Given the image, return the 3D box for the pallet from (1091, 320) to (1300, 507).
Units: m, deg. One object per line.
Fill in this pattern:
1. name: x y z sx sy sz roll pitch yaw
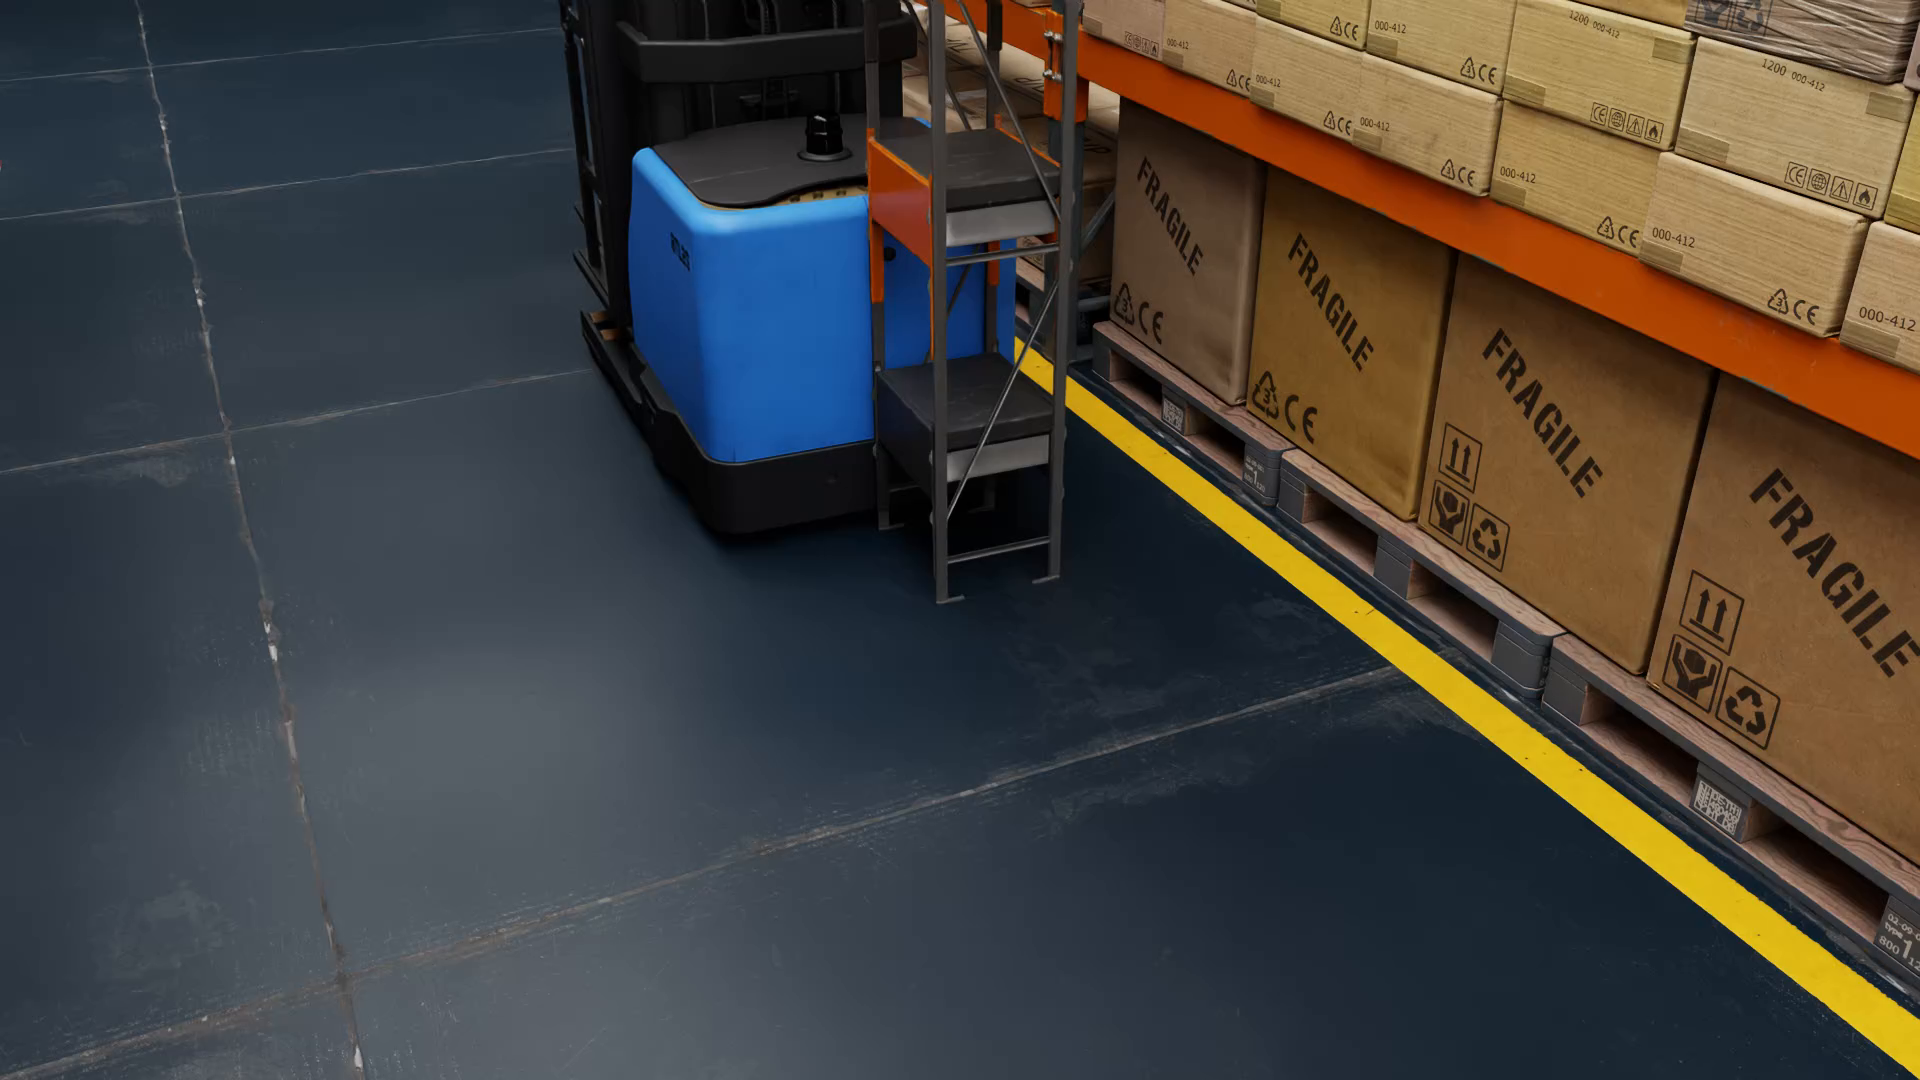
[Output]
1. pallet: 1.198 -0.566 6.044 1.003 0.211 1.213 -13 32 -22

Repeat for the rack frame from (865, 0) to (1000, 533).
1. rack frame: -0.074 -0.980 4.851 0.400 2.100 0.015 -12 31 -20

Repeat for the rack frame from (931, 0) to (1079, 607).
1. rack frame: 0.114 -0.760 4.459 0.400 2.100 0.015 -12 31 -20

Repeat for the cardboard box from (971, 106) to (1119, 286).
1. cardboard box: 0.626 -1.473 7.000 0.875 0.438 0.875 -14 32 -23

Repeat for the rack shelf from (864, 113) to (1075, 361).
1. rack shelf: 0.020 -0.858 4.662 0.431 0.518 0.480 -12 31 -20

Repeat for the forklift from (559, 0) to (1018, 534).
1. forklift: -0.846 -1.999 5.818 1.130 2.935 3.031 -12 31 -20

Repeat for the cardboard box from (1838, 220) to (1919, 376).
1. cardboard box: 2.065 -0.444 3.129 0.500 0.250 0.500 -14 32 -24

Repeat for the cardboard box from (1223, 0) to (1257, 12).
1. cardboard box: 0.982 -1.782 5.004 0.500 0.250 0.500 -13 32 -21

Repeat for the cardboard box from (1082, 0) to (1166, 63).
1. cardboard box: 0.749 -1.792 5.533 0.500 0.250 0.500 -14 32 -23

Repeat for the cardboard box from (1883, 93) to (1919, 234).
1. cardboard box: 2.079 -0.654 2.992 0.500 0.250 0.500 -13 32 -22

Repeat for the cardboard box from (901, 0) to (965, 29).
1. cardboard box: -0.545 -2.670 9.134 0.875 0.438 0.875 -14 32 -24

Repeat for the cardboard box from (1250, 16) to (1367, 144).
1. cardboard box: 1.179 -1.334 4.716 0.500 0.250 0.500 -13 32 -22

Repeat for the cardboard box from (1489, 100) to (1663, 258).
1. cardboard box: 1.629 -0.892 3.928 0.500 0.250 0.500 -13 32 -22

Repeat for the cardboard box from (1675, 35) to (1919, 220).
1. cardboard box: 1.855 -0.880 3.394 0.500 0.250 0.500 -14 32 -23

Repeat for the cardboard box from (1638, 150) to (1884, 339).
1. cardboard box: 1.831 -0.667 3.525 0.500 0.250 0.500 -13 32 -21

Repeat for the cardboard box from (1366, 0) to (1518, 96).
1. cardboard box: 1.394 -1.331 4.199 0.500 0.250 0.500 -14 32 -23

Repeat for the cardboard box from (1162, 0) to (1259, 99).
1. cardboard box: 0.973 -1.564 5.126 0.500 0.250 0.500 -14 32 -23

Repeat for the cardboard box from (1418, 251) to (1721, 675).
1. cardboard box: 1.916 -0.315 4.487 0.875 0.875 0.875 -13 32 -21

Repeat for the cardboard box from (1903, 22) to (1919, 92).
1. cardboard box: 2.058 -0.994 2.831 0.500 0.500 0.500 -14 32 -23

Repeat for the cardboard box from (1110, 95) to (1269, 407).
1. cardboard box: 1.137 -1.107 5.900 0.875 0.875 0.875 -12 31 -20

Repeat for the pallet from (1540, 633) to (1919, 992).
1. pallet: 2.246 0.512 4.122 1.003 0.211 1.213 -13 32 -22

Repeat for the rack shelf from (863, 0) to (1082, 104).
1. rack shelf: 0.020 -1.469 4.319 0.431 0.518 0.480 -12 31 -20

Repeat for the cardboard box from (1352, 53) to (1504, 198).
1. cardboard box: 1.385 -1.112 4.319 0.500 0.250 0.500 -14 32 -23

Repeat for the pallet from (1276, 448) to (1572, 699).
1. pallet: 1.726 -0.027 5.082 1.003 0.211 1.213 -13 32 -22

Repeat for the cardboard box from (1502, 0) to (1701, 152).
1. cardboard box: 1.617 -1.101 3.790 0.500 0.250 0.500 -14 32 -23

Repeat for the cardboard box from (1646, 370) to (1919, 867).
1. cardboard box: 2.295 0.080 3.783 0.875 0.875 0.875 -13 32 -22

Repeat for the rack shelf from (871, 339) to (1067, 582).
1. rack shelf: 0.020 -0.248 5.004 0.431 0.518 0.480 -12 31 -20

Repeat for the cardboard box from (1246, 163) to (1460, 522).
1. cardboard box: 1.532 -0.710 5.192 0.875 0.875 0.875 -12 31 -21

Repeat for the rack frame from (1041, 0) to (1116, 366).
1. rack frame: 0.799 -2.108 5.942 1.000 3.000 0.127 -13 32 -22

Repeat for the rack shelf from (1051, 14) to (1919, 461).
1. rack shelf: 1.658 -0.910 4.542 1.077 0.370 4.000 -13 32 -22

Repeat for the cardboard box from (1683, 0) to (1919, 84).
1. cardboard box: 1.830 -1.219 3.232 0.500 0.500 0.500 -13 32 -21

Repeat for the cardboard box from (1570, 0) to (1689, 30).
1. cardboard box: 1.623 -1.440 3.626 0.500 0.500 0.500 -13 32 -22

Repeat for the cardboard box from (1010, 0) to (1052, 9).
1. cardboard box: 0.369 -2.302 6.187 0.500 0.500 0.500 -13 32 -22

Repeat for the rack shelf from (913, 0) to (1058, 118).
1. rack shelf: -0.060 -2.677 7.693 1.077 0.370 4.000 -13 32 -22

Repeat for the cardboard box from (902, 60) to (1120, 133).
1. cardboard box: 0.242 -1.868 7.705 0.875 0.438 0.875 -14 32 -23

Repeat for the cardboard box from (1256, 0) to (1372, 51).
1. cardboard box: 1.175 -1.554 4.596 0.500 0.250 0.500 -13 32 -21

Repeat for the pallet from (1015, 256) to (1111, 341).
1. pallet: 0.543 -1.244 7.252 1.003 0.211 1.213 -13 32 -22

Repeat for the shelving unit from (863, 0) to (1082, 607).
1. shelving unit: 0.020 -0.870 4.655 0.431 2.100 0.503 -12 31 -20

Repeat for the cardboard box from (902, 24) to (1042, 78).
1. cardboard box: -0.144 -2.267 8.416 0.875 0.438 0.875 -12 32 -21
